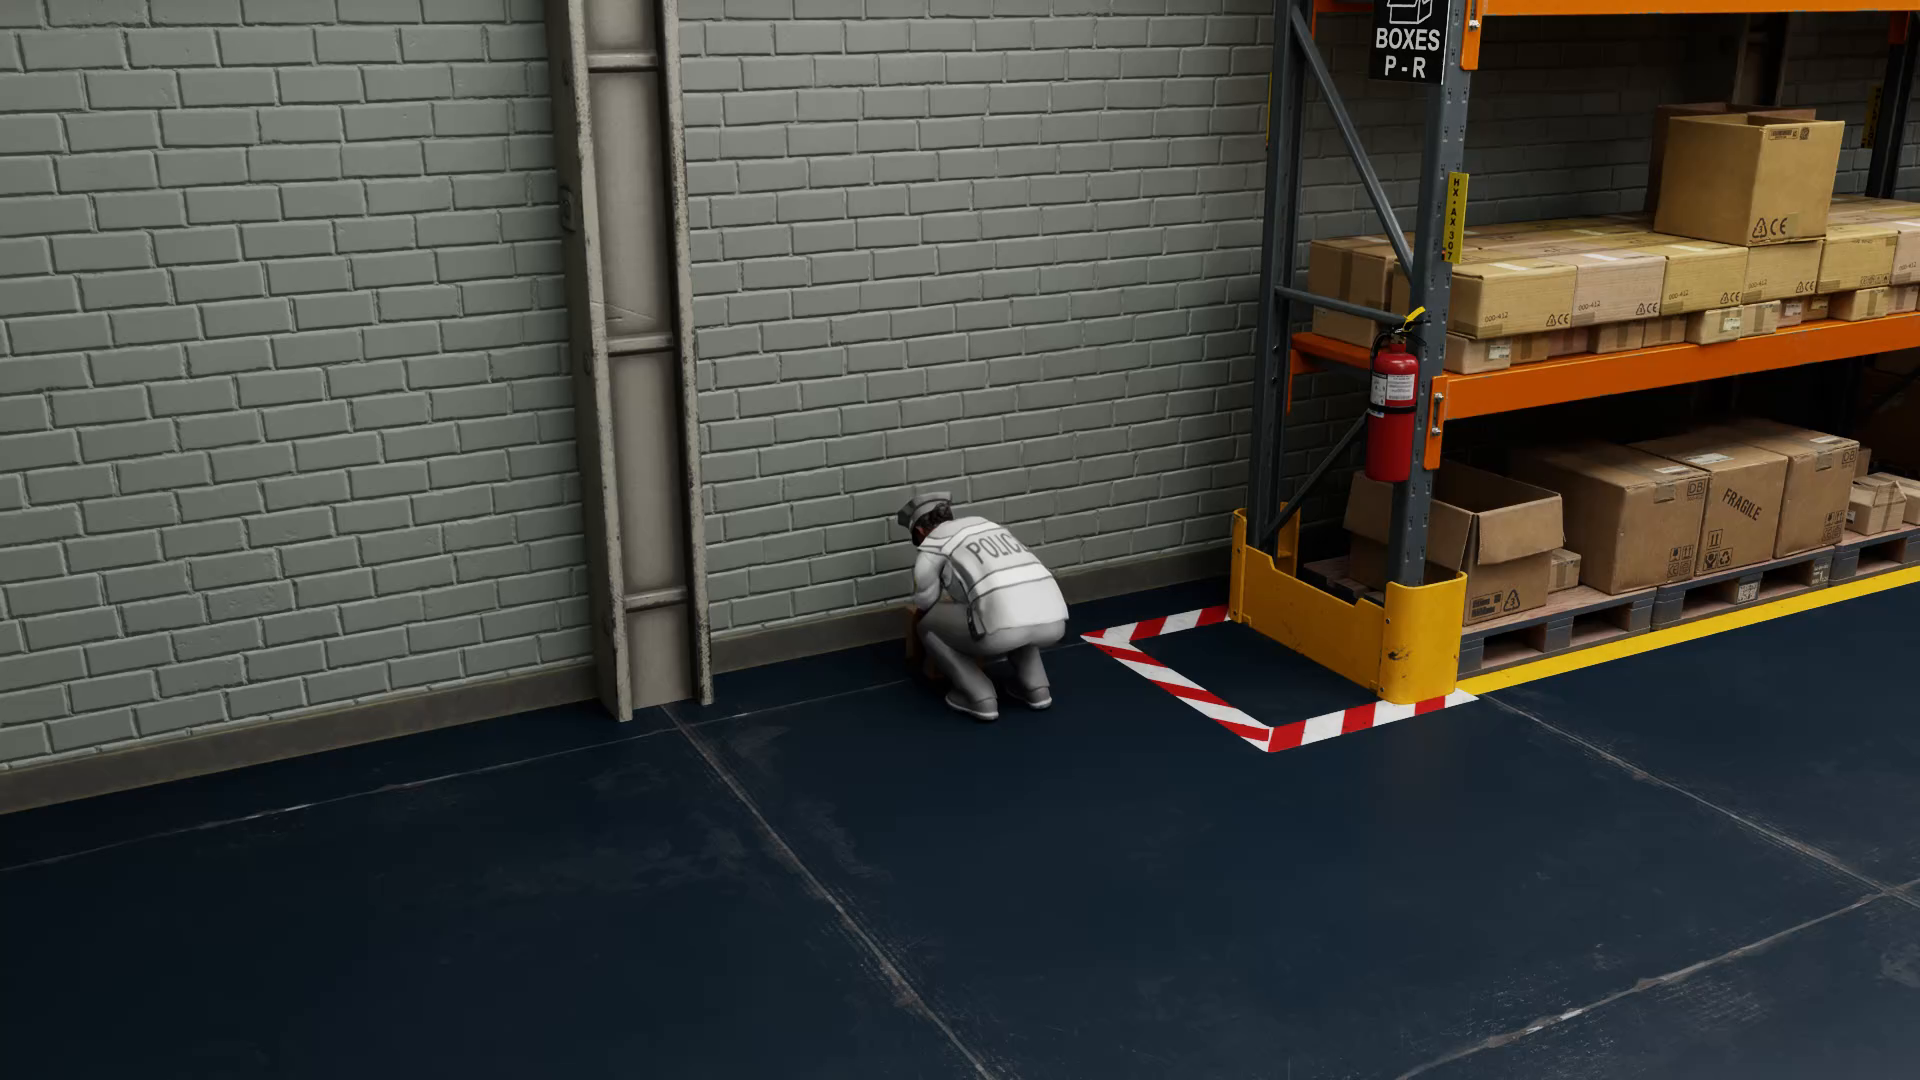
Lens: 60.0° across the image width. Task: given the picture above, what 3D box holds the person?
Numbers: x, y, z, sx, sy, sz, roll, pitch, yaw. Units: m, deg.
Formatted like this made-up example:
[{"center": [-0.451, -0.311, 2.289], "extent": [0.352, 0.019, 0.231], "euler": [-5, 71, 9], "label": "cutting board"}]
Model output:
[{"center": [0.070, 0.277, 6.725], "extent": [0.475, 0.851, 0.896], "euler": [-10, 21, -28], "label": "person"}]
